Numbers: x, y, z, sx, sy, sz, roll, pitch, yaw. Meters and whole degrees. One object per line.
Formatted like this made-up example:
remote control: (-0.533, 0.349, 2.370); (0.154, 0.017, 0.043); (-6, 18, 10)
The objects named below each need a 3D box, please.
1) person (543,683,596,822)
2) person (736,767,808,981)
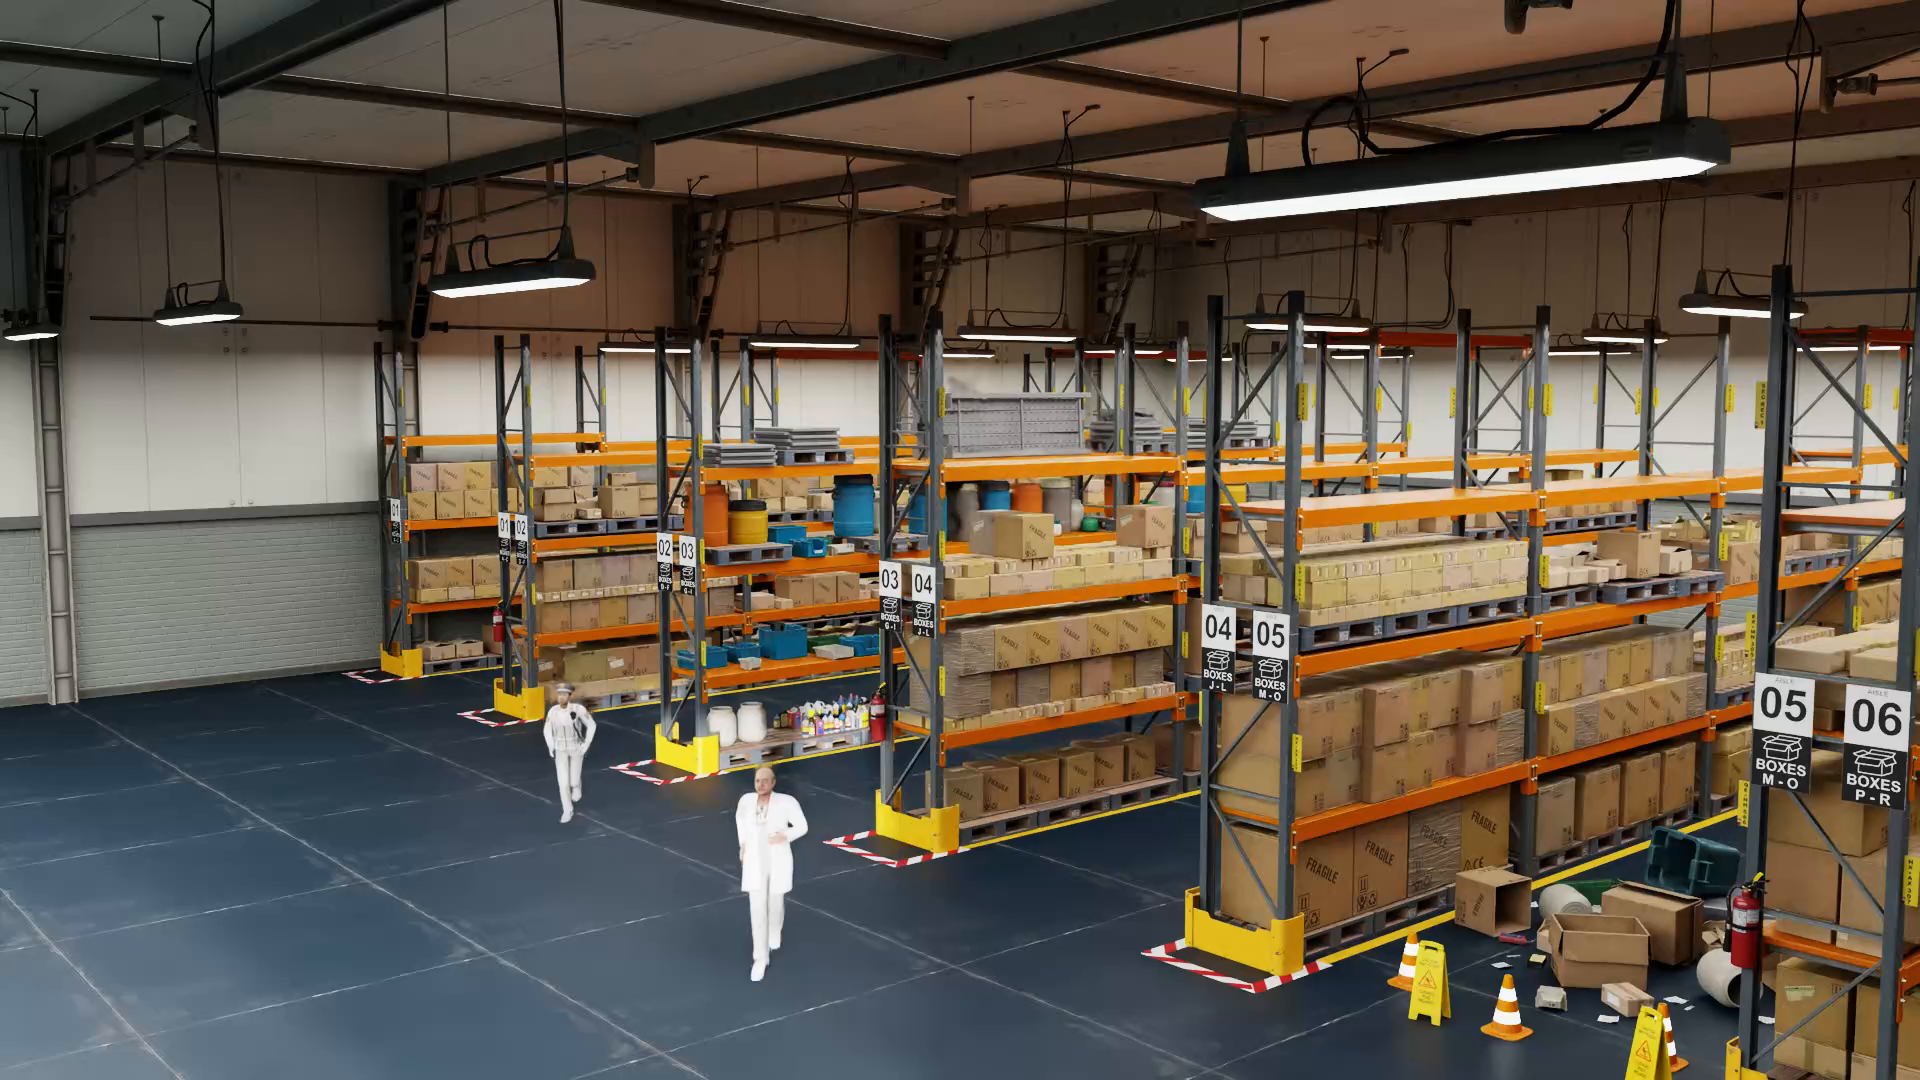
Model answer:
person: (-4.701, 2.521, 20.063); (0.626, 1.681, 0.621); (0, 5, -2)
person: (-1.700, 2.926, 14.915); (0.686, 1.792, 0.987); (0, 5, 2)
